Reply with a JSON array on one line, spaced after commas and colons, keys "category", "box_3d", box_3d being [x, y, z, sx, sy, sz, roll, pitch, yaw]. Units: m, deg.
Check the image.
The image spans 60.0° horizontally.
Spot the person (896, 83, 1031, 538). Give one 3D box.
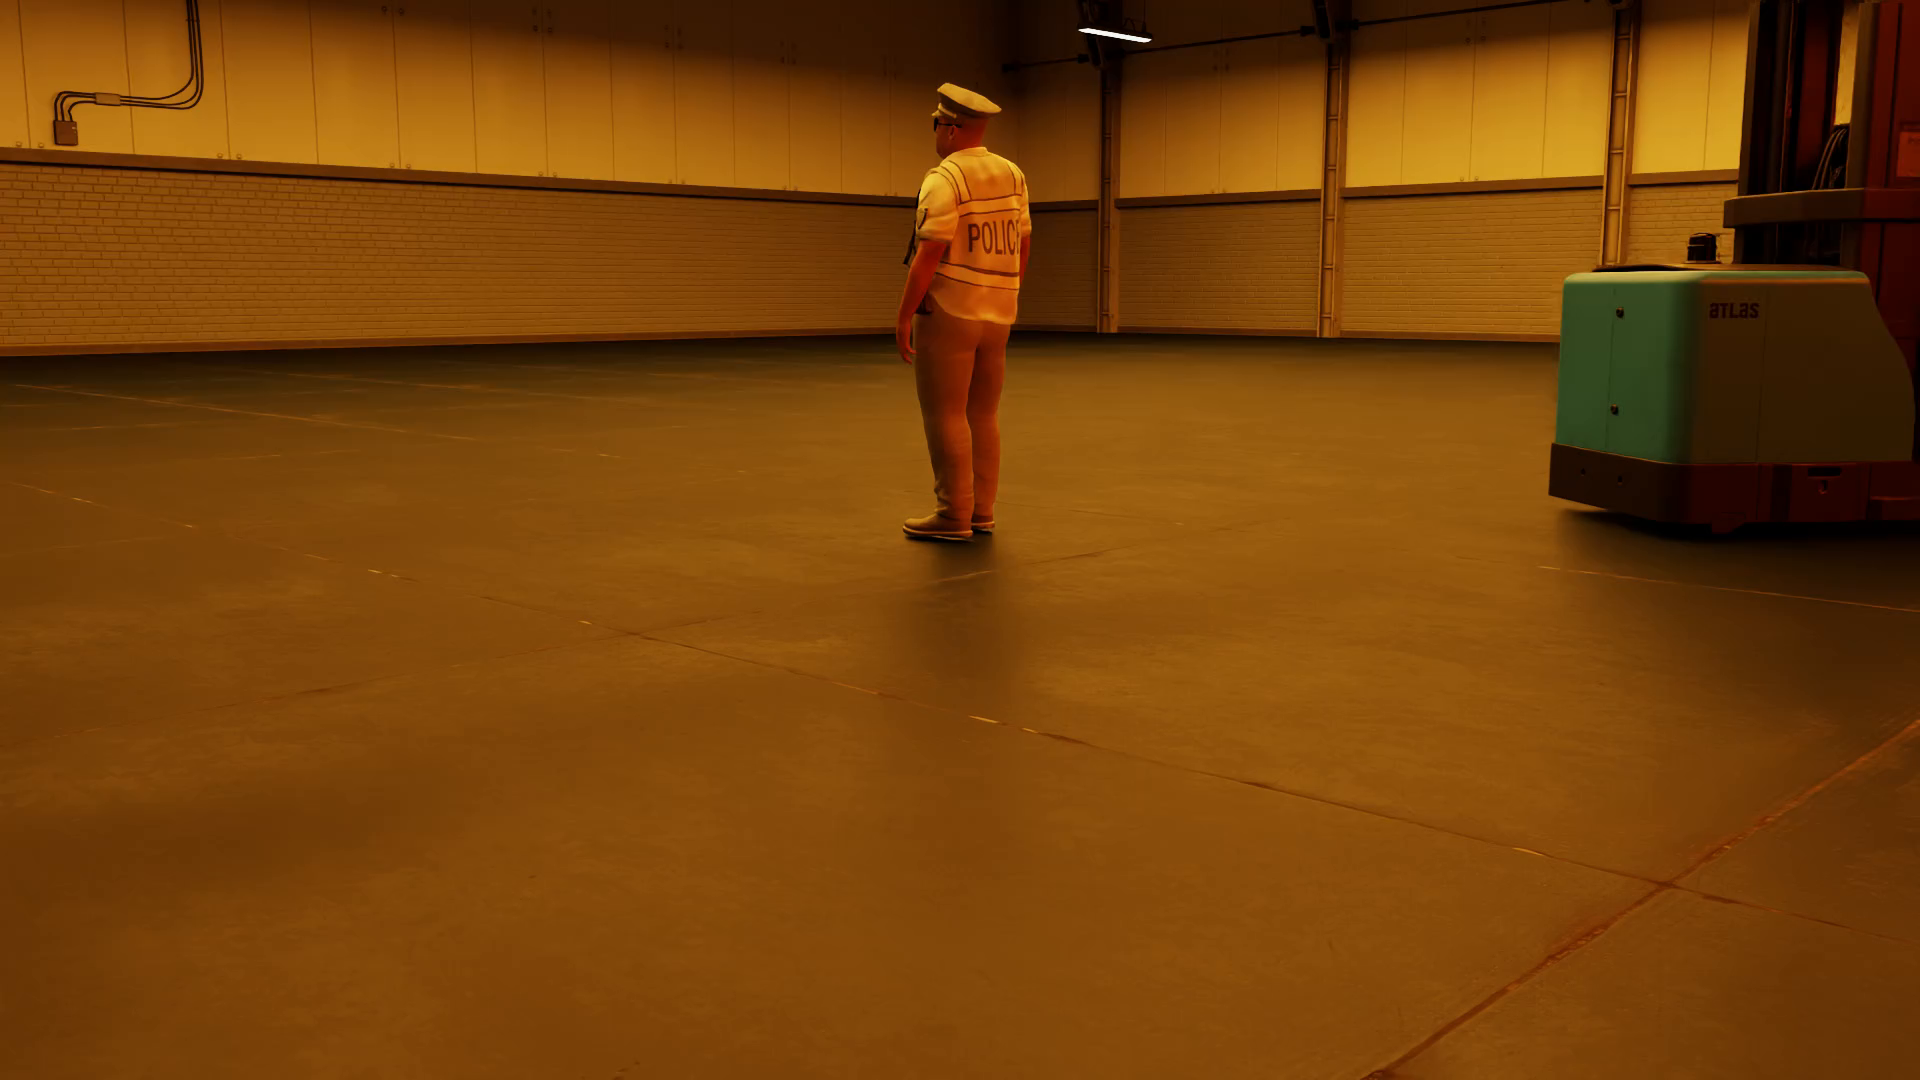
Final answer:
[{"category": "person", "box_3d": [-0.047, -0.897, 6.646, 0.575, 1.781, 0.640, 8, 12, 43]}]

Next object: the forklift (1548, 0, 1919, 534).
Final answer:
[{"category": "forklift", "box_3d": [4.249, -1.550, 7.170, 3.031, 2.935, 1.130, -1, 9, -9]}]
